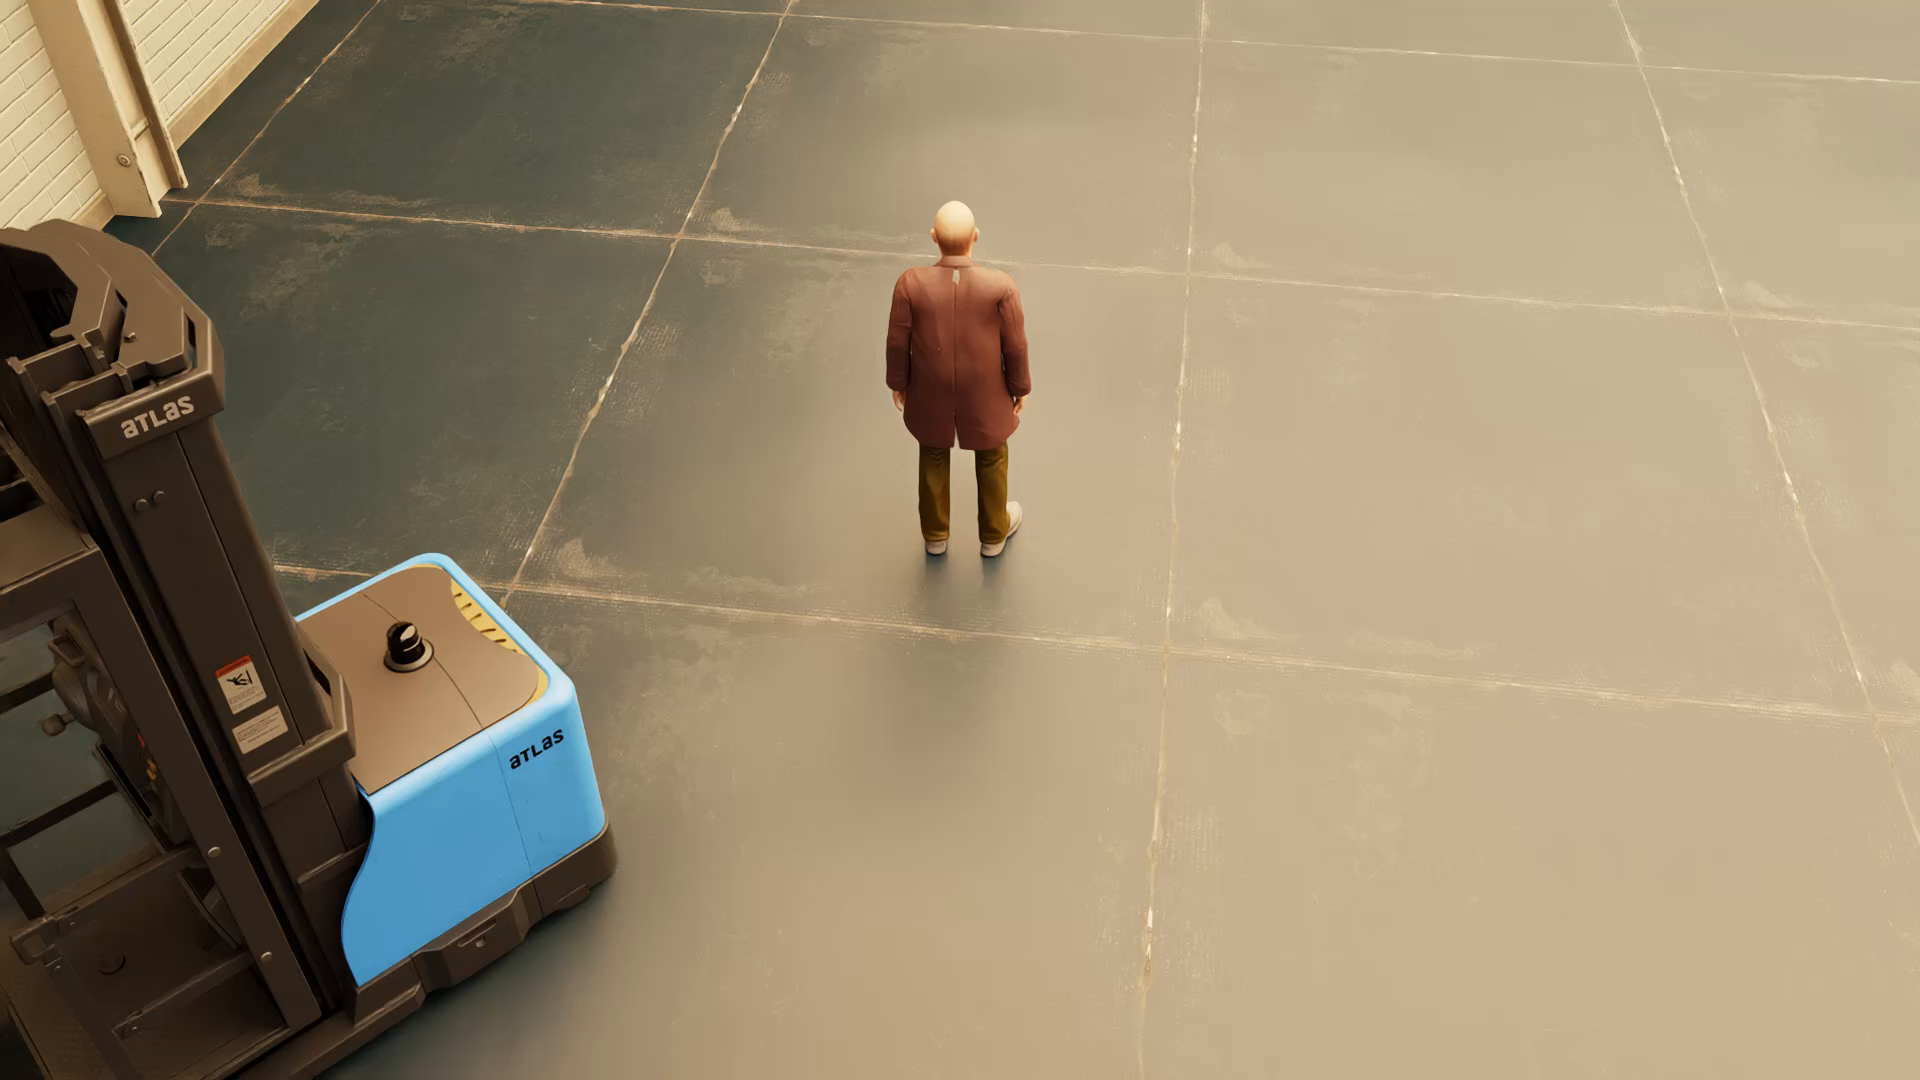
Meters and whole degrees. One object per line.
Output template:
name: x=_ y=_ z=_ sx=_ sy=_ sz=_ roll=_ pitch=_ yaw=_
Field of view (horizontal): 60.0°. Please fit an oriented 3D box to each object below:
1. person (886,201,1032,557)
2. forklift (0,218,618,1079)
person: x=-0.005 y=-0.675 z=7.315 sx=0.644 sy=1.773 sz=0.431 roll=4 pitch=43 yaw=4
forklift: x=-2.758 y=0.644 z=5.024 sx=3.031 sy=2.935 sz=1.130 roll=-31 pitch=51 yaw=-30
